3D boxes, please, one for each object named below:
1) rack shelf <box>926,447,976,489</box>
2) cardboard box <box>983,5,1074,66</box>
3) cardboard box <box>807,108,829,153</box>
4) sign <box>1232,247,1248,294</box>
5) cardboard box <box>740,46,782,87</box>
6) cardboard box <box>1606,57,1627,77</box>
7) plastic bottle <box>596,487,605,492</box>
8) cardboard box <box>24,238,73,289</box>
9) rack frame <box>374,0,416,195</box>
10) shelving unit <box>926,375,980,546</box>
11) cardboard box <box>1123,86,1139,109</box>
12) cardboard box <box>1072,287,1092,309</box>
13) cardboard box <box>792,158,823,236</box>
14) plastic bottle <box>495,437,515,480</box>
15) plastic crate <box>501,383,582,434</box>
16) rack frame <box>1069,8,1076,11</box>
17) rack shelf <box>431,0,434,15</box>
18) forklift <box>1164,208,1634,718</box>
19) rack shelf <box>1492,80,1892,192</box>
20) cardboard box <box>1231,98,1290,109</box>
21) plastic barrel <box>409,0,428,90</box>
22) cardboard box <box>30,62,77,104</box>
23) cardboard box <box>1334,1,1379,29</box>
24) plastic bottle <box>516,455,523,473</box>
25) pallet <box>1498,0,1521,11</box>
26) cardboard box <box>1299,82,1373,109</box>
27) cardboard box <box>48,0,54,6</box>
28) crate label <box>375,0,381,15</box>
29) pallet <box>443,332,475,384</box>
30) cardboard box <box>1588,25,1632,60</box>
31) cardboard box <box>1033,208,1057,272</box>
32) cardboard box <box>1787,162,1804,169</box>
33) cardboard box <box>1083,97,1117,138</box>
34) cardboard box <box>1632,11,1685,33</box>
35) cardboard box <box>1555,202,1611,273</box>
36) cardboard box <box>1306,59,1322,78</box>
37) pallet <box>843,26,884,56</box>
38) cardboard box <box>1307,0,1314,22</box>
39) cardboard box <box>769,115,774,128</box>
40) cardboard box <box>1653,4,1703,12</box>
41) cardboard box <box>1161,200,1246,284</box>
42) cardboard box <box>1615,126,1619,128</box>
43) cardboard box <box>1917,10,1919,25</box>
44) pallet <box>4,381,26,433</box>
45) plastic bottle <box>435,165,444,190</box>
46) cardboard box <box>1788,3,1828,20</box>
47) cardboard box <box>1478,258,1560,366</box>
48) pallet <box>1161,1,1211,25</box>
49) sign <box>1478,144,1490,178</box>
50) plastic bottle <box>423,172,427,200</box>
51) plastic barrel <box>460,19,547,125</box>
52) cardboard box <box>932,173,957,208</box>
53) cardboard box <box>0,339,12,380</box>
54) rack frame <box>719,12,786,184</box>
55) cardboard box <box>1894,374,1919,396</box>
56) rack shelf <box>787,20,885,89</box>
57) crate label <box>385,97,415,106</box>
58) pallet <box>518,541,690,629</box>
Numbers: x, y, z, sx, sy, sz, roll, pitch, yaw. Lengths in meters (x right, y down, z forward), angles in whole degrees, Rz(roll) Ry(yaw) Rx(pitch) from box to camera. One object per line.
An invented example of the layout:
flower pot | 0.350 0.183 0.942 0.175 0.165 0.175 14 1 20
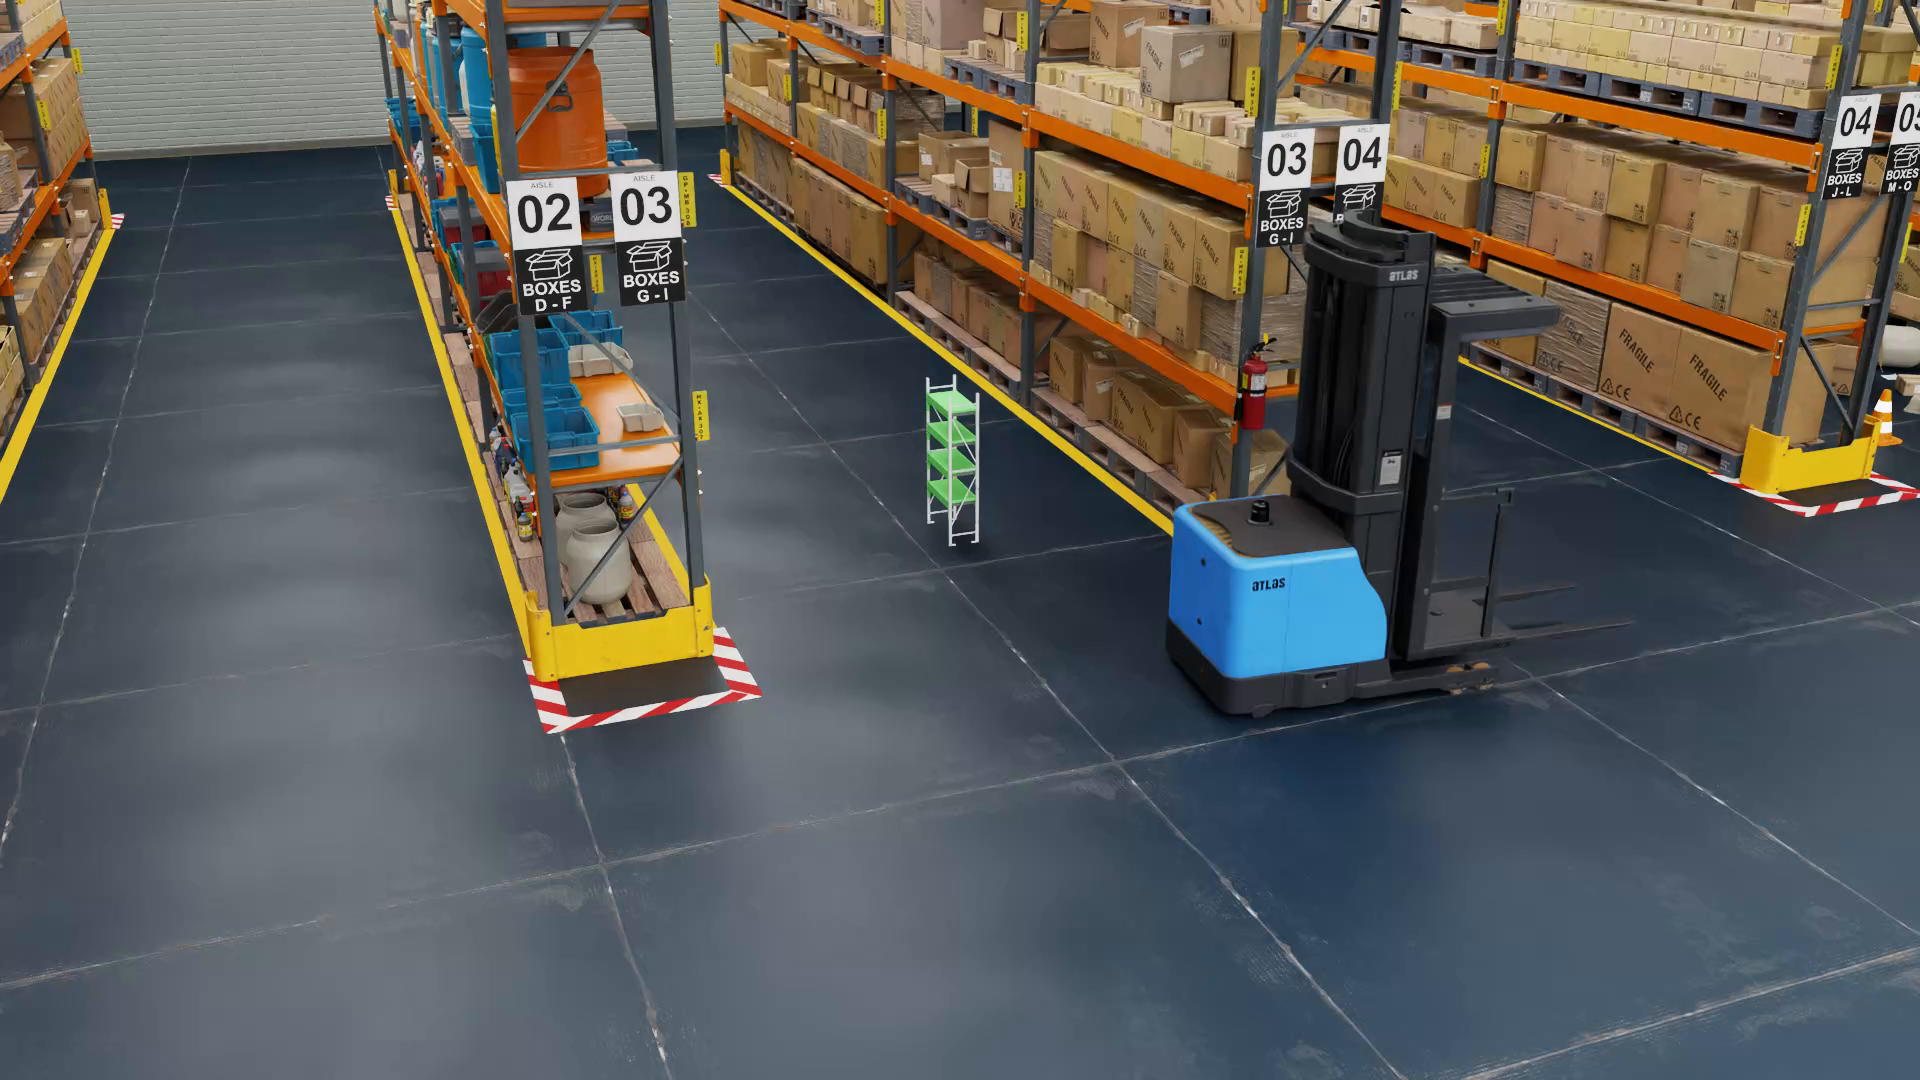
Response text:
rack shelf | -0.058 -0.554 12.808 0.258 0.148 0.480 -8 24 -19
cardboard box | 0.655 -4.865 16.019 0.797 0.503 0.637 -7 24 -17
cardboard box | -1.657 -5.284 21.420 0.500 0.500 0.500 -8 24 -19
sign | 1.949 -1.872 11.556 0.100 0.325 0.005 -8 24 -19
cardboard box | -2.895 -6.908 24.247 0.500 0.500 0.500 -9 24 -20
cardboard box | 6.000 -4.224 14.825 0.380 0.149 0.250 -8 24 -19
plastic bottle | -2.839 -0.542 13.238 0.152 0.276 0.135 -8 24 -18
cardboard box | -10.590 -3.175 19.197 0.500 0.500 0.500 -8 24 -19
rack frame | -7.810 -6.396 24.186 1.000 3.000 0.127 -8 24 -19
shelving unit | -0.058 -0.613 12.783 0.258 1.200 0.503 -8 24 -19
cardboard box | 1.508 -3.494 13.119 0.380 0.149 0.250 -8 24 -18
cardboard box | 1.194 -2.114 14.352 0.380 0.149 0.250 -8 24 -19
cardboard box | -1.519 -4.607 22.136 1.225 0.875 0.875 -8 24 -19
plastic bottle | -3.674 -0.667 13.439 0.144 0.351 0.185 -8 24 -18
plastic crate | -2.839 -0.891 11.318 0.499 0.251 0.408 -8 24 -19
rack frame | 1.499 -7.719 27.326 1.000 3.000 0.127 -8 24 -19
rack shelf | -4.278 -5.011 14.618 1.077 0.370 4.000 -8 24 -19
forklift | 2.927 -0.568 10.447 3.031 2.935 1.130 -6 24 -15
rack shelf | 6.445 -3.683 14.814 1.077 0.370 4.000 -8 24 -19
cardboard box | 2.277 -3.270 12.588 0.380 0.149 0.250 -8 24 -19
plastic barrel | -4.897 -4.774 15.831 0.600 0.901 0.600 0 23 0
cardboard box | -11.852 -5.917 21.634 0.500 0.500 0.500 -8 24 -18
cardboard box | 4.552 -5.890 18.647 0.500 0.250 0.500 -8 24 -18
plastic bottle | -3.510 -0.595 13.369 0.097 0.271 0.097 0 23 0
pallet | 8.245 -7.456 23.083 1.003 0.211 1.213 -7 24 -17
cardboard box | 4.474 -5.155 19.826 0.700 0.500 0.500 -8 24 -19
cardboard box | -11.849 -6.928 21.136 0.500 0.250 0.500 -8 24 -19
crate label | -7.787 -7.330 22.732 0.408 0.251 0.502 -8 24 -19
pallet | -4.747 -1.917 17.151 1.003 0.211 1.213 -8 24 -19
cardboard box | 6.007 -4.466 14.887 0.500 0.250 0.500 -9 24 -20
cardboard box | 1.163 -2.726 14.968 0.875 0.500 0.500 -8 24 -19
cardboard box | 9.817 -4.400 19.234 0.380 0.149 0.250 -9 25 -21
cardboard box | 1.339 -3.456 13.543 0.500 0.250 0.500 -9 25 -21
cardboard box | 6.086 -4.501 14.455 0.380 0.149 0.250 -8 24 -19
cardboard box | 6.176 -2.887 15.667 0.875 0.550 0.550 -8 24 -19
cardboard box | 6.200 -8.087 28.071 0.500 0.500 0.500 -9 24 -20
pallet | -0.628 -5.690 18.894 1.213 0.211 1.003 -7 24 -17
cardboard box | 4.372 -6.485 20.406 0.500 0.500 0.500 -8 24 -19
cardboard box | -2.451 -5.852 23.220 0.380 0.149 0.250 -8 24 -18
cardboard box | 6.524 -4.775 15.107 0.380 0.149 0.250 -8 24 -19
cardboard box | 1.868 -2.253 12.557 0.500 0.500 0.500 -8 24 -19
cardboard box | 8.983 -5.672 22.661 0.500 0.250 0.500 -9 24 -20
cardboard box | 10.258 -5.459 17.398 0.380 0.149 0.250 -8 24 -17
pallet | -9.365 -1.221 15.499 1.003 0.211 1.213 -8 24 -19
plastic bottle | -5.962 -4.145 19.012 0.097 0.271 0.097 0 23 0
cardboard box | 9.817 -5.958 18.939 0.500 0.250 0.500 -8 24 -18
cardboard box | 5.895 -2.335 16.747 0.875 0.875 0.875 -8 24 -18
pallet | 3.400 -6.946 21.872 1.213 0.211 1.003 -8 24 -19
sign | 5.234 -3.778 16.587 0.100 0.325 0.005 -8 24 -19
plastic bottle | -5.930 -3.939 18.507 0.061 0.283 0.133 -8 24 -19
plastic barrel | -3.320 -3.466 12.187 0.600 0.901 0.708 -8 24 -19
cardboard box | 0.026 -3.652 17.330 0.500 0.250 0.500 -9 24 -20
cardboard box | -9.015 -1.651 15.207 0.500 0.311 0.500 -9 24 -20
rack frame | -3.177 -7.075 25.799 1.000 3.000 0.127 -8 24 -19
cardboard box | 9.394 -1.507 16.257 0.380 0.149 0.250 4 23 9
rack shelf | -1.057 -5.946 20.183 1.077 0.370 4.000 -8 24 -19
crate label | -8.031 -6.211 23.887 0.416 0.233 0.303 -8 24 -19
pallet | -2.511 0.386 11.687 1.003 0.211 1.213 -8 24 -19
